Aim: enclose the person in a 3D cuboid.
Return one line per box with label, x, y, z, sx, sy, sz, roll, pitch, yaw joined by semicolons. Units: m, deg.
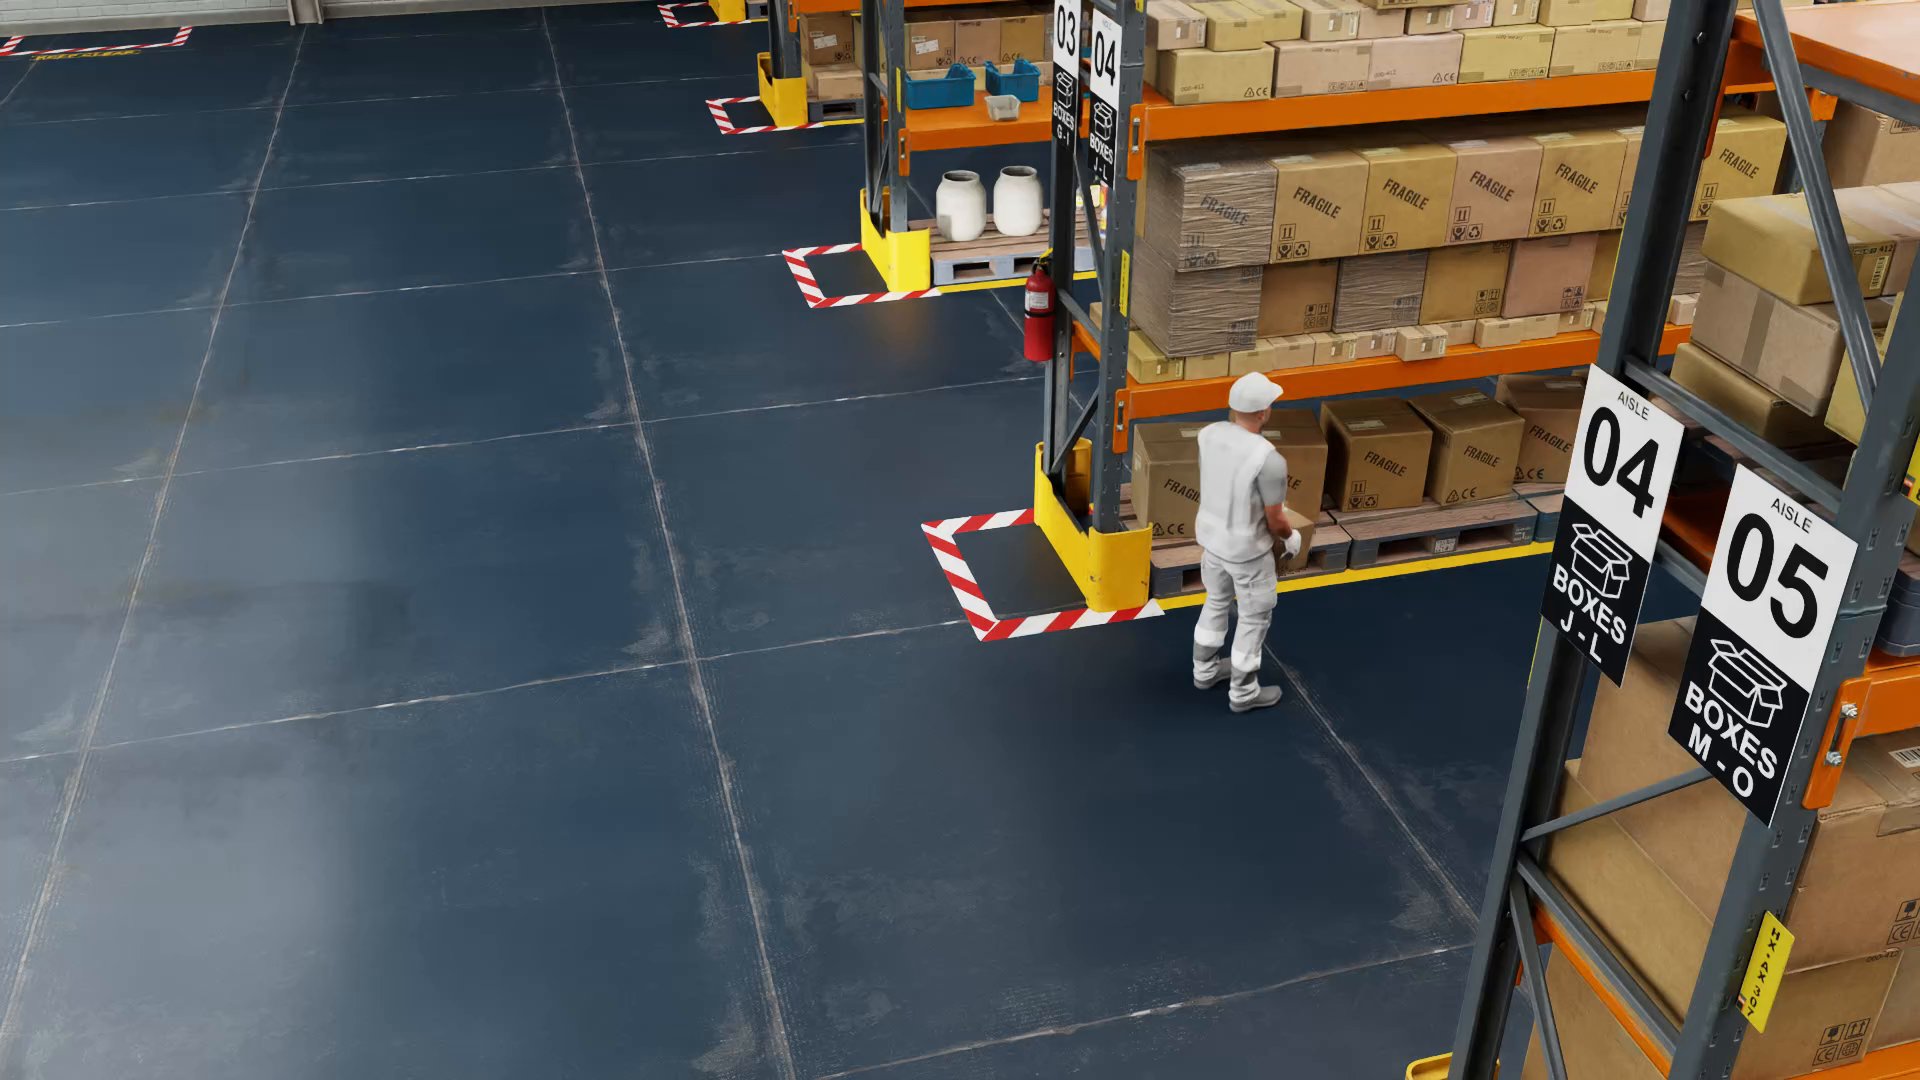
person;1.400;-0.003;8.220;0.462;1.792;0.535;-20;35;-30
